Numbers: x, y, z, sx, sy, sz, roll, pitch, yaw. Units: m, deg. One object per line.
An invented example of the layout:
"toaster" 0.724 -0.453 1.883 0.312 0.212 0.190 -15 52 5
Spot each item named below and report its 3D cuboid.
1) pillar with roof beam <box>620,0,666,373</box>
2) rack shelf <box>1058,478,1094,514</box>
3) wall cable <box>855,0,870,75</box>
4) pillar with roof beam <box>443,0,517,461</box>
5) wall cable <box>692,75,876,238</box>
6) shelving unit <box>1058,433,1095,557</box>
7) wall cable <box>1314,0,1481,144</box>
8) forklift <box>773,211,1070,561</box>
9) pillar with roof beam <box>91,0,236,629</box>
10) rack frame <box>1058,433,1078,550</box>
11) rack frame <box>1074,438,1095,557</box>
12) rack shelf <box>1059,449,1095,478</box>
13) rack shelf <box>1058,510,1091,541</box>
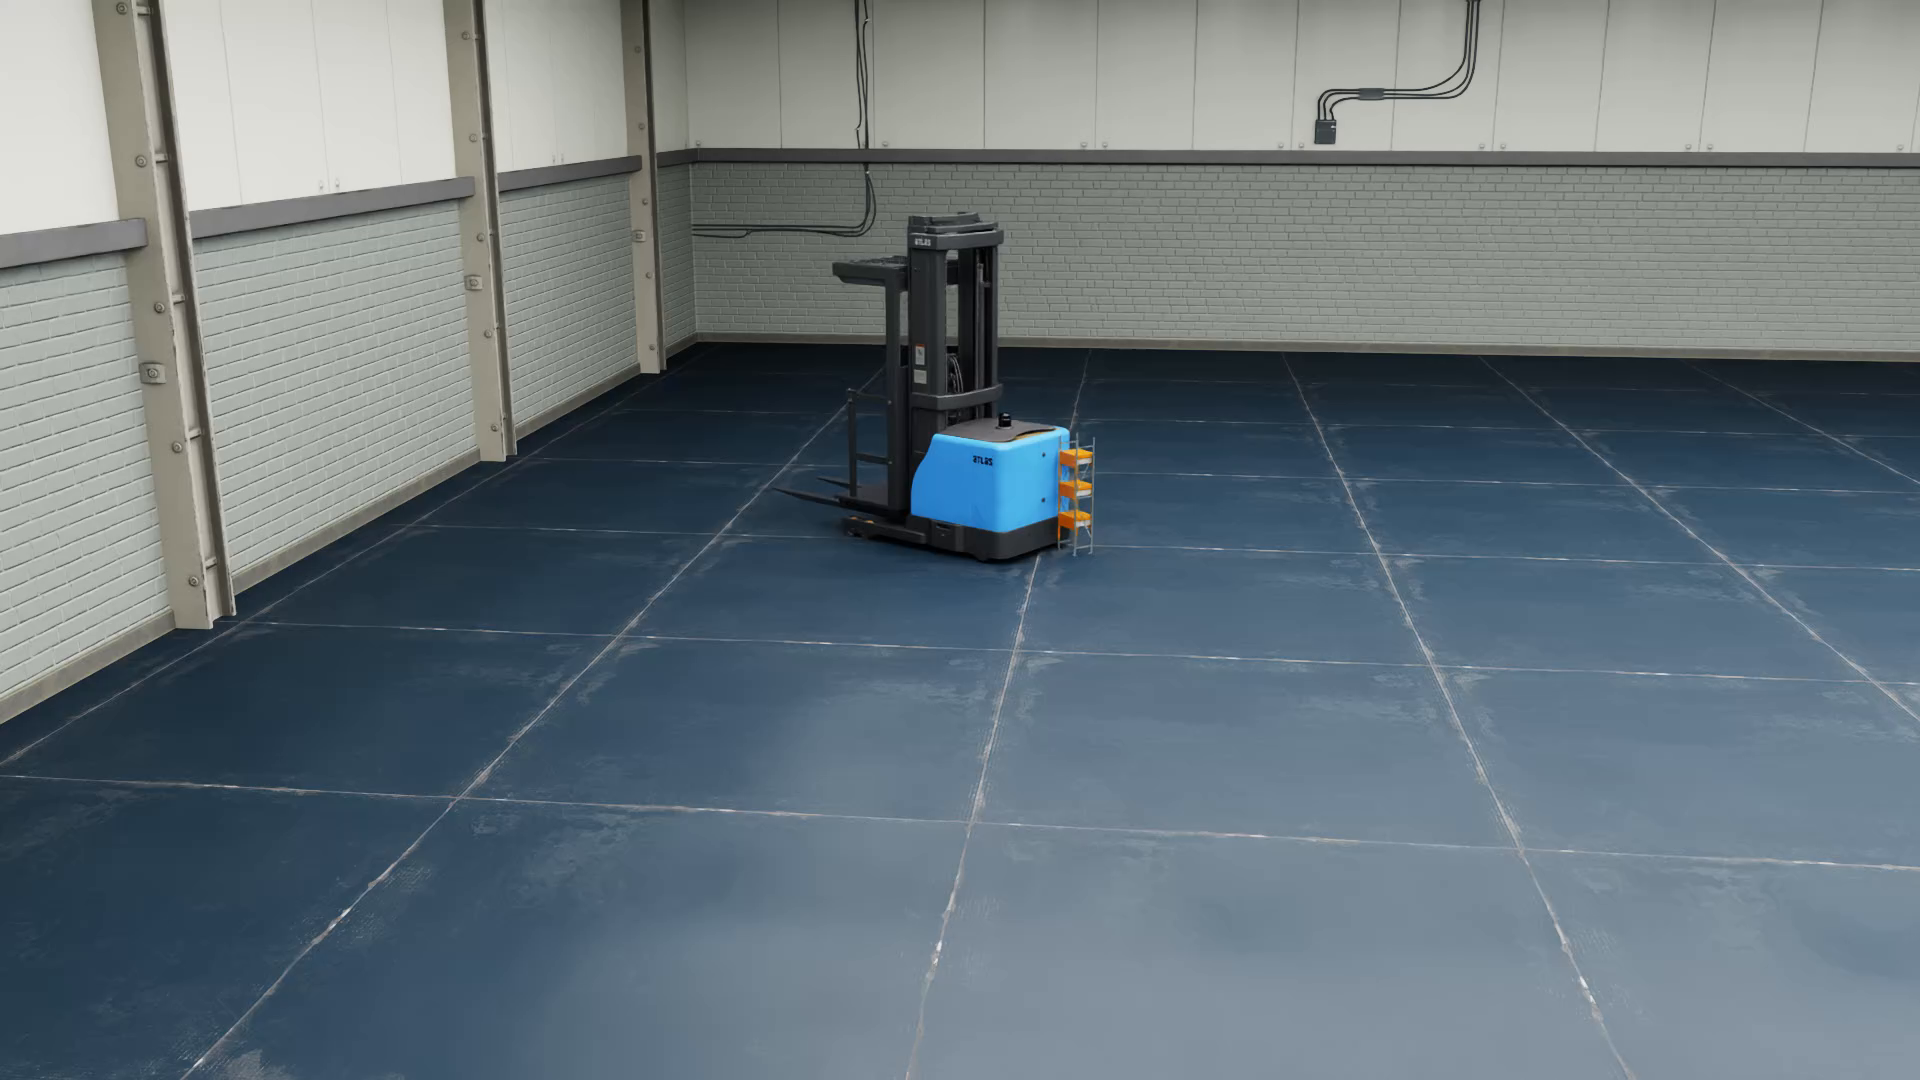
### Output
"pillar with roof beam" -0.242 -6.702 22.797 9.100 9.000 0.400 2 15 6
"rack shelf" 1.026 -0.391 14.726 0.215 0.259 0.240 -10 18 -31
"wall cable" -0.185 -8.414 25.399 3.097 2.526 0.112 2 15 6
"pillar with roof beam" -0.919 -5.146 17.042 9.100 9.000 0.400 2 15 6
"wall cable" -2.874 -6.055 26.353 3.097 2.526 0.112 2 15 6
"shelving unit" 1.026 -0.402 14.723 0.215 1.050 0.252 -10 18 -31
"wall cable" 6.558 -8.912 24.454 2.305 6.003 0.169 2 15 6
"forklift" -0.462 -1.525 15.274 3.031 2.935 1.130 12 19 38
"pillar with roof beam" -1.596 -3.590 11.287 9.100 9.000 0.400 2 15 6
"rack frame" 0.960 -0.429 14.822 0.200 1.050 0.008 -10 18 -31
"rack frame" 1.092 -0.375 14.624 0.200 1.050 0.008 -10 18 -31
"rack shelf" 1.026 -0.665 14.652 0.215 0.259 0.240 -10 18 -31
"rack shelf" 1.026 -0.123 14.799 0.215 0.259 0.240 -10 18 -31
